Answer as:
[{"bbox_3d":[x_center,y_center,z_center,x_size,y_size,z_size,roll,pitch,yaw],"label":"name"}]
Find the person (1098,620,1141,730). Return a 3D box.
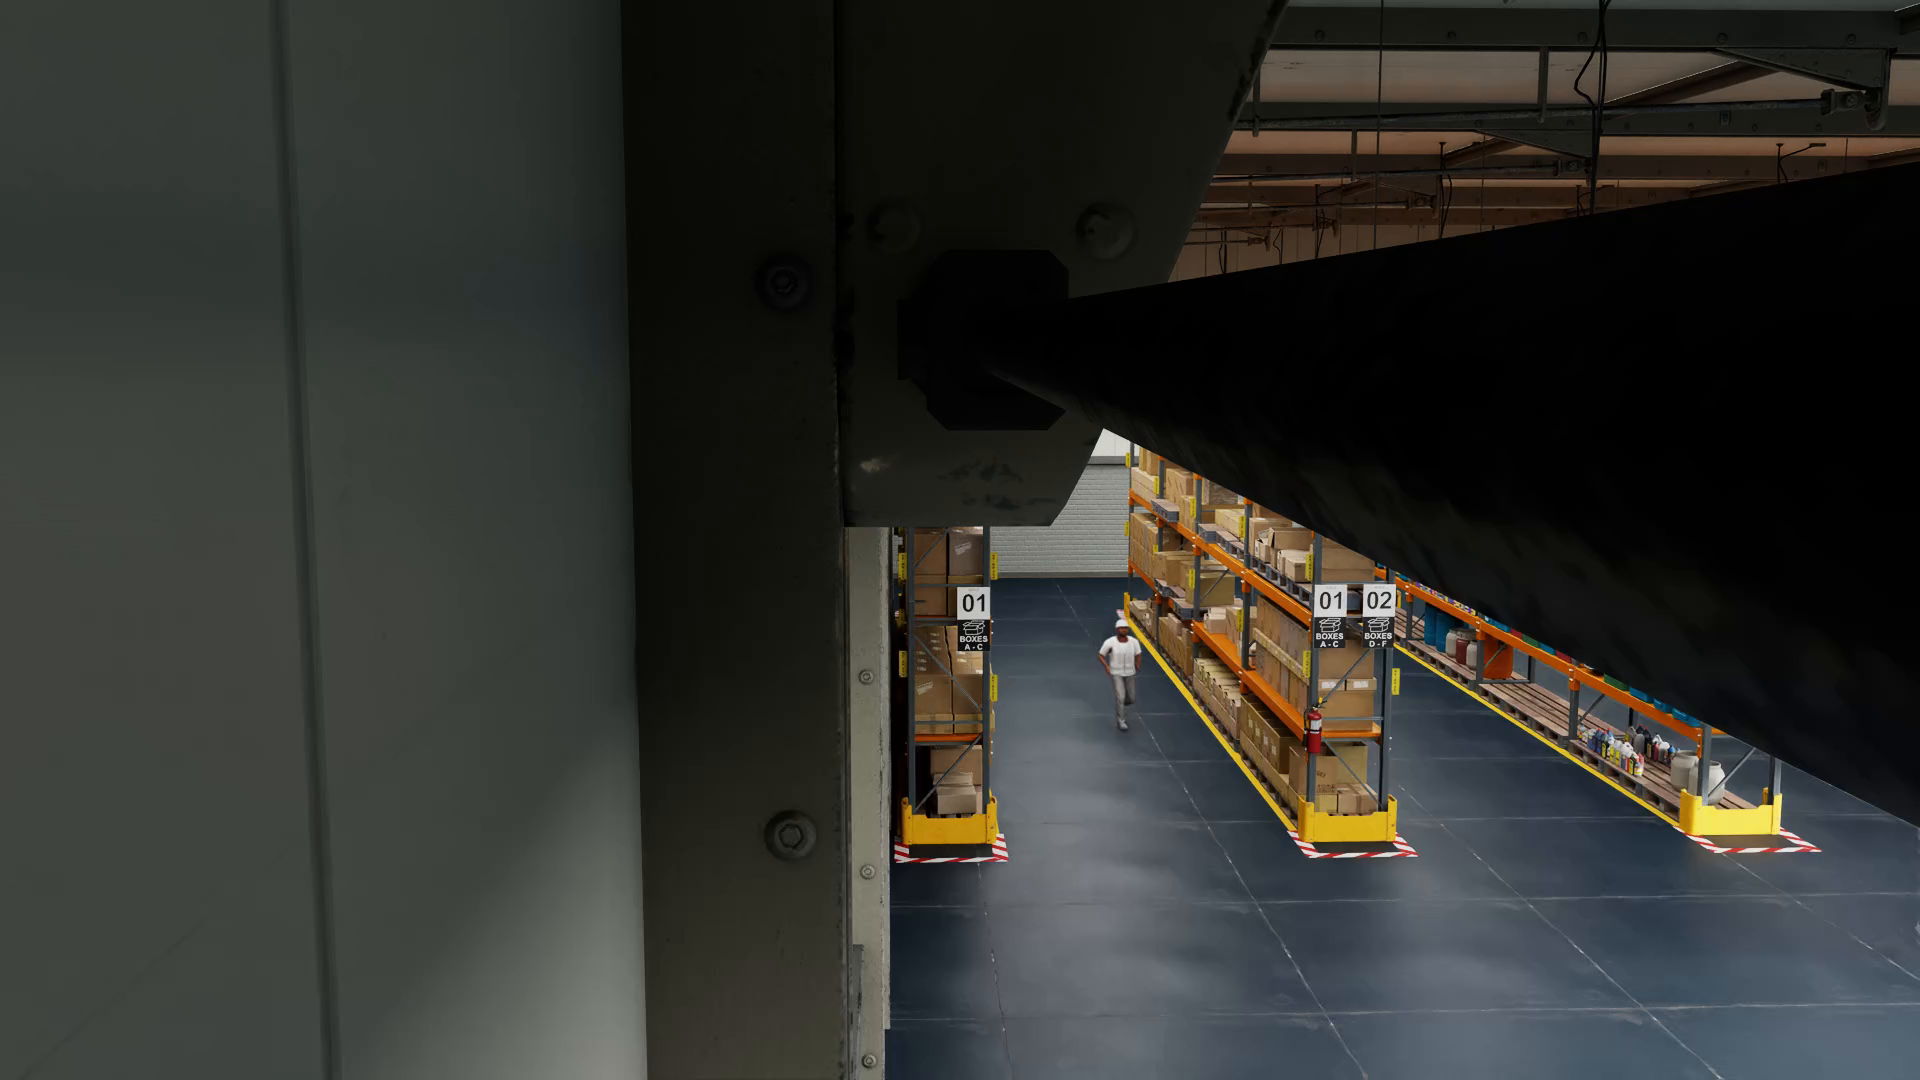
[{"bbox_3d":[2.555,2.114,26.321,0.704,1.723,0.650,-1,7,-10],"label":"person"}]
